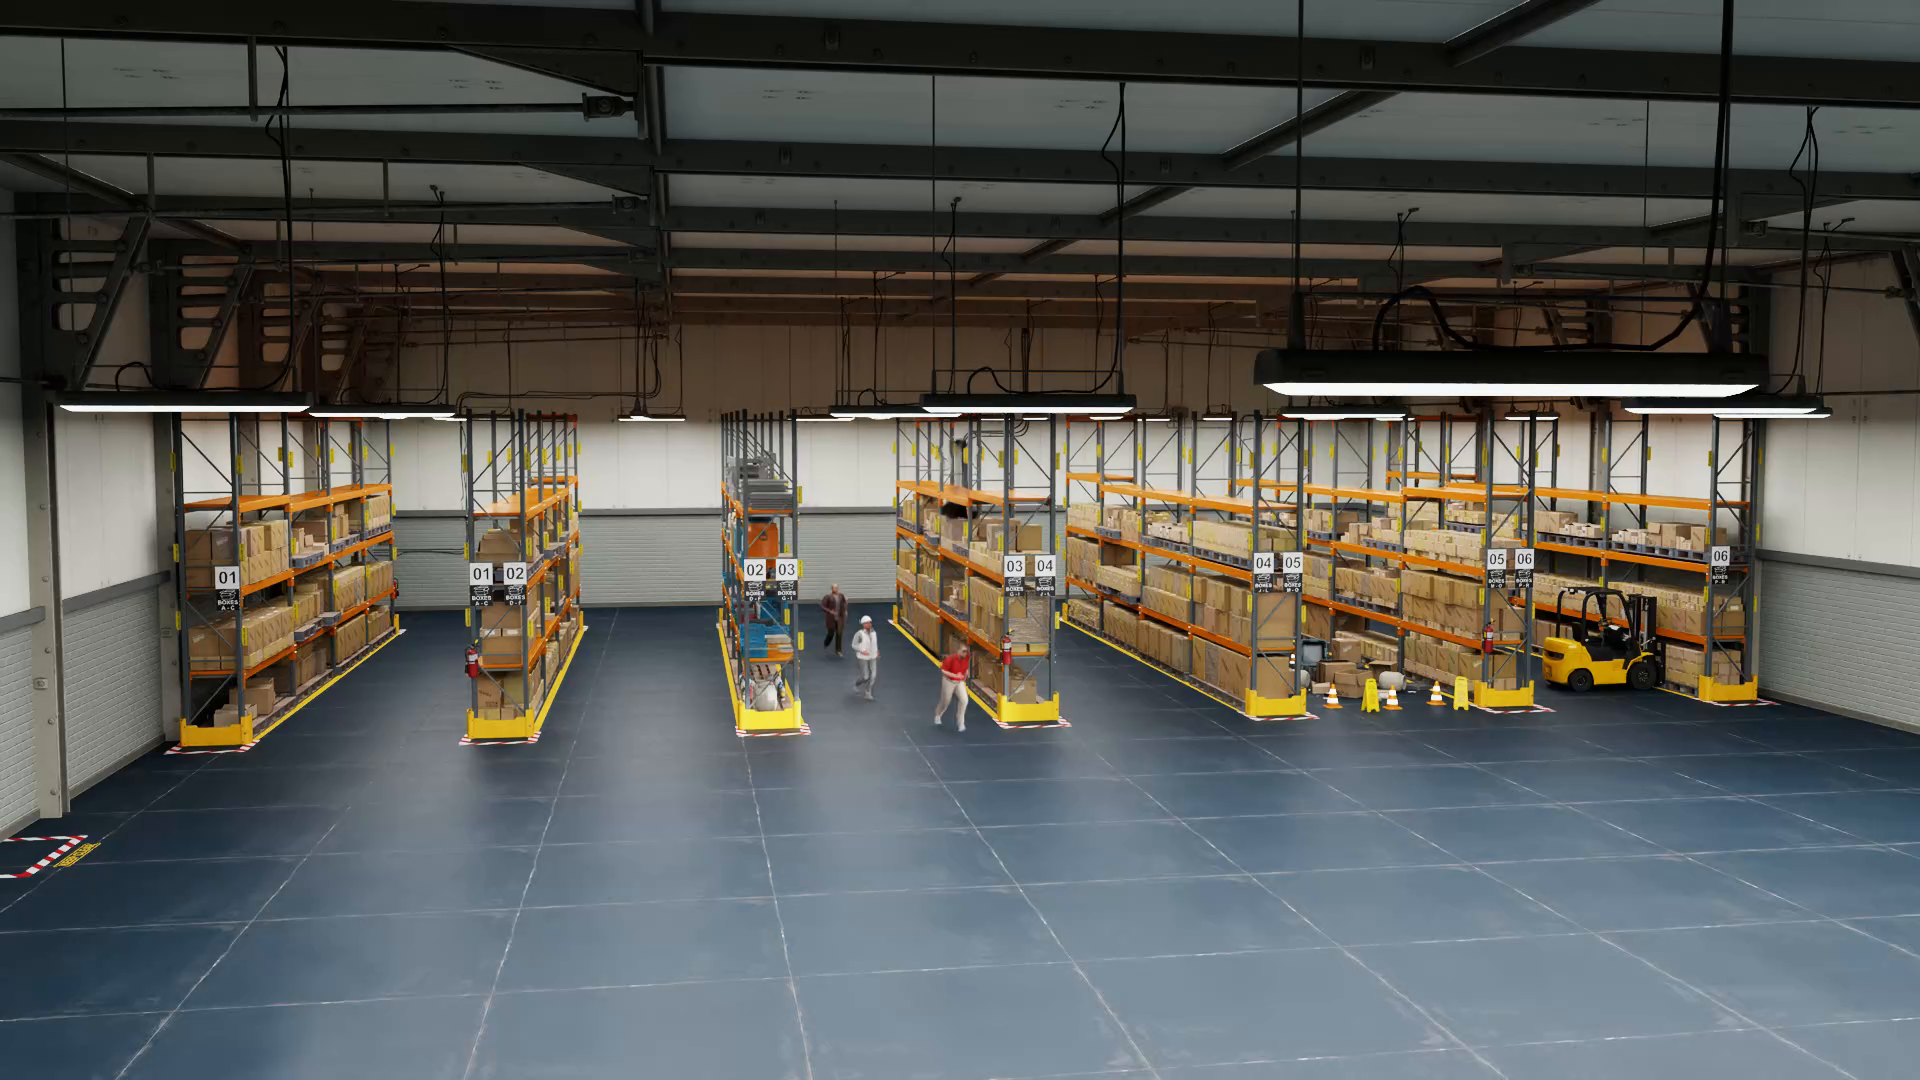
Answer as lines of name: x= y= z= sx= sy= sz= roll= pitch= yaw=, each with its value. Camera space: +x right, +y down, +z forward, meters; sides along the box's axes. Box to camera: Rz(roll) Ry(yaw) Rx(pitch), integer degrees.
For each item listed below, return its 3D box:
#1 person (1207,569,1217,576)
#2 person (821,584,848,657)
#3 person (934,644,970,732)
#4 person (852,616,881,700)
person: x=7.624 y=1.455 z=50.612 sx=0.576 sy=1.467 sz=0.554 roll=0 pitch=4 yaw=3
person: x=-3.108 y=1.967 z=41.129 sx=0.733 sy=1.791 sz=0.925 roll=-2 pitch=4 yaw=-26
person: x=-0.151 y=2.763 z=31.271 sx=0.707 sy=1.696 sz=1.014 roll=-3 pitch=5 yaw=-35
person: x=-1.950 y=2.443 z=34.612 sx=0.654 sy=1.731 sz=0.654 roll=-3 pitch=5 yaw=-35
